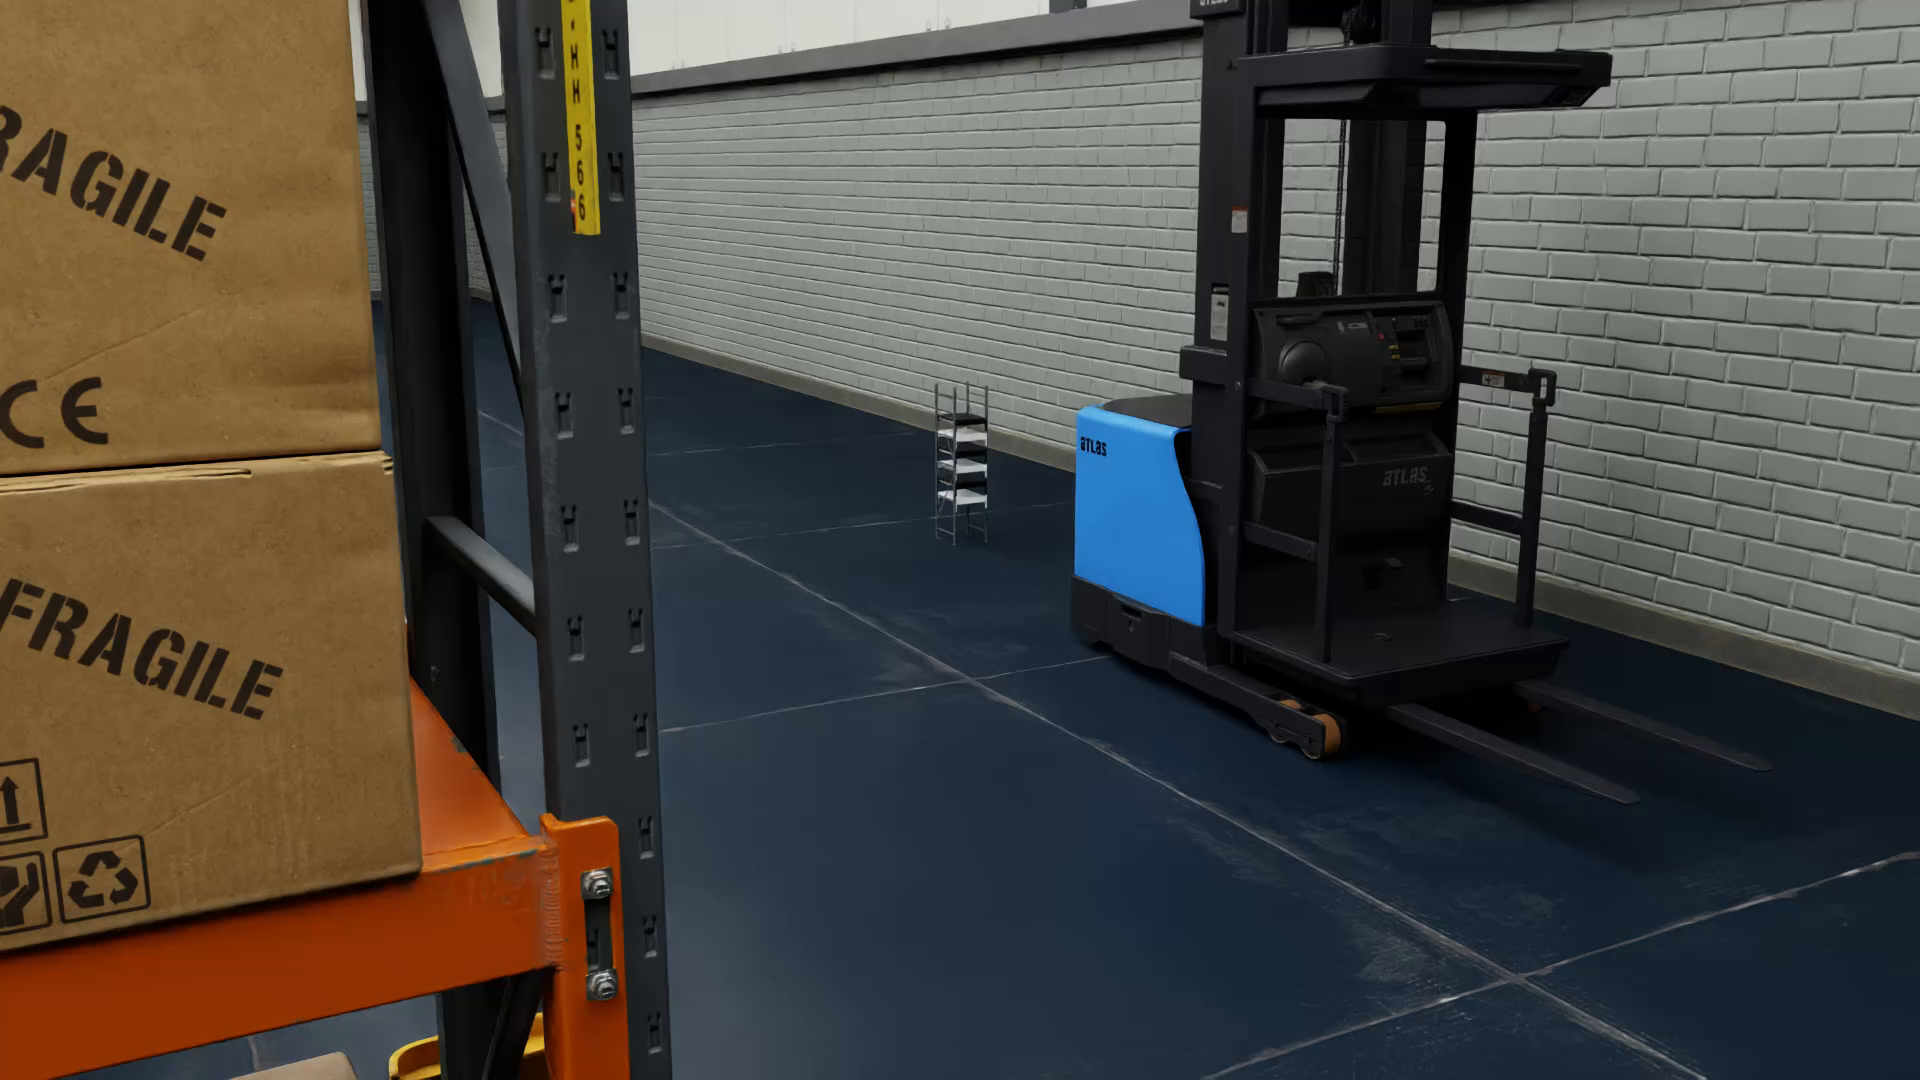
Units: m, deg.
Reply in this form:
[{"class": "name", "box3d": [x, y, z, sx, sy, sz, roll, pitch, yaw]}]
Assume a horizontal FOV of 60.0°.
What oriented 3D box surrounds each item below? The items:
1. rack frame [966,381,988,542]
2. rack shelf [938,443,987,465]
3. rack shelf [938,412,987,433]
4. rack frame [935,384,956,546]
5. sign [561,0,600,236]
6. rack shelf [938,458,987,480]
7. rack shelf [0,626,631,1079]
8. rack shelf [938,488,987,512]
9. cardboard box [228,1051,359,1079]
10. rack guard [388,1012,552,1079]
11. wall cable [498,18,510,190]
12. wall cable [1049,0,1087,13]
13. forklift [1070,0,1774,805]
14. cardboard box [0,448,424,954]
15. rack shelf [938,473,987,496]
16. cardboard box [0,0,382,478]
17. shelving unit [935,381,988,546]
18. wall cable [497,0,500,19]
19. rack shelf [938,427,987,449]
[{"class": "rack frame", "box3d": [0.096, -0.451, 9.562, 0.006, 0.900, 0.240, -7, 14, -28]}, {"class": "rack shelf", "box3d": [0.007, -0.495, 9.502, 0.200, 0.077, 0.258, -7, 14, -28]}, {"class": "rack shelf", "box3d": [0.007, -0.671, 9.462, 0.200, 0.077, 0.258, -7, 14, -28]}, {"class": "rack frame", "box3d": [-0.082, -0.429, 9.467, 0.006, 0.900, 0.240, -7, 14, -28]}, {"class": "sign", "box3d": [-0.420, -0.502, 1.829, 0.005, 0.325, 0.100, -7, 14, -28]}, {"class": "rack shelf", "box3d": [0.007, -0.407, 9.521, 0.200, 0.077, 0.258, -7, 14, -28]}, {"class": "rack shelf", "box3d": [-2.423, 0.634, 1.598, 4.000, 0.370, 1.077, -7, 14, -28]}, {"class": "rack shelf", "box3d": [0.007, -0.232, 9.561, 0.200, 0.077, 0.258, -7, 14, -28]}, {"class": "cardboard box", "box3d": [-1.199, 1.207, 2.295, 0.875, 0.438, 0.875, -7, 15, -30]}, {"class": "rack guard", "box3d": [-0.647, 1.290, 2.739, 0.348, 0.500, 1.175, -7, 14, -28]}, {"class": "wall cable", "box3d": [-7.401, -6.639, 25.685, 0.112, 2.526, 3.097, -7, 14, -28]}, {"class": "wall cable", "box3d": [1.198, -6.264, 9.620, 0.120, 5.999, 2.277, -7, 14, -28]}, {"class": "forklift", "box3d": [1.626, -0.742, 6.229, 1.130, 2.935, 3.031, -6, 14, -27]}, {"class": "cardboard box", "box3d": [-0.964, 0.126, 1.991, 0.500, 0.500, 0.500, -7, 14, -28]}, {"class": "rack shelf", "box3d": [0.007, -0.320, 9.541, 0.200, 0.077, 0.258, -7, 14, -28]}, {"class": "cardboard box", "box3d": [-0.977, -0.367, 1.904, 0.500, 0.500, 0.500, -6, 14, -26]}, {"class": "shelving unit", "box3d": [0.007, -0.440, 9.514, 0.210, 0.900, 0.258, -7, 14, -28]}, {"class": "wall cable", "box3d": [-6.104, -8.581, 22.814, 0.112, 2.526, 3.097, -7, 14, -28]}, {"class": "rack shelf", "box3d": [0.007, -0.583, 9.482, 0.200, 0.077, 0.258, -7, 14, -28]}]
